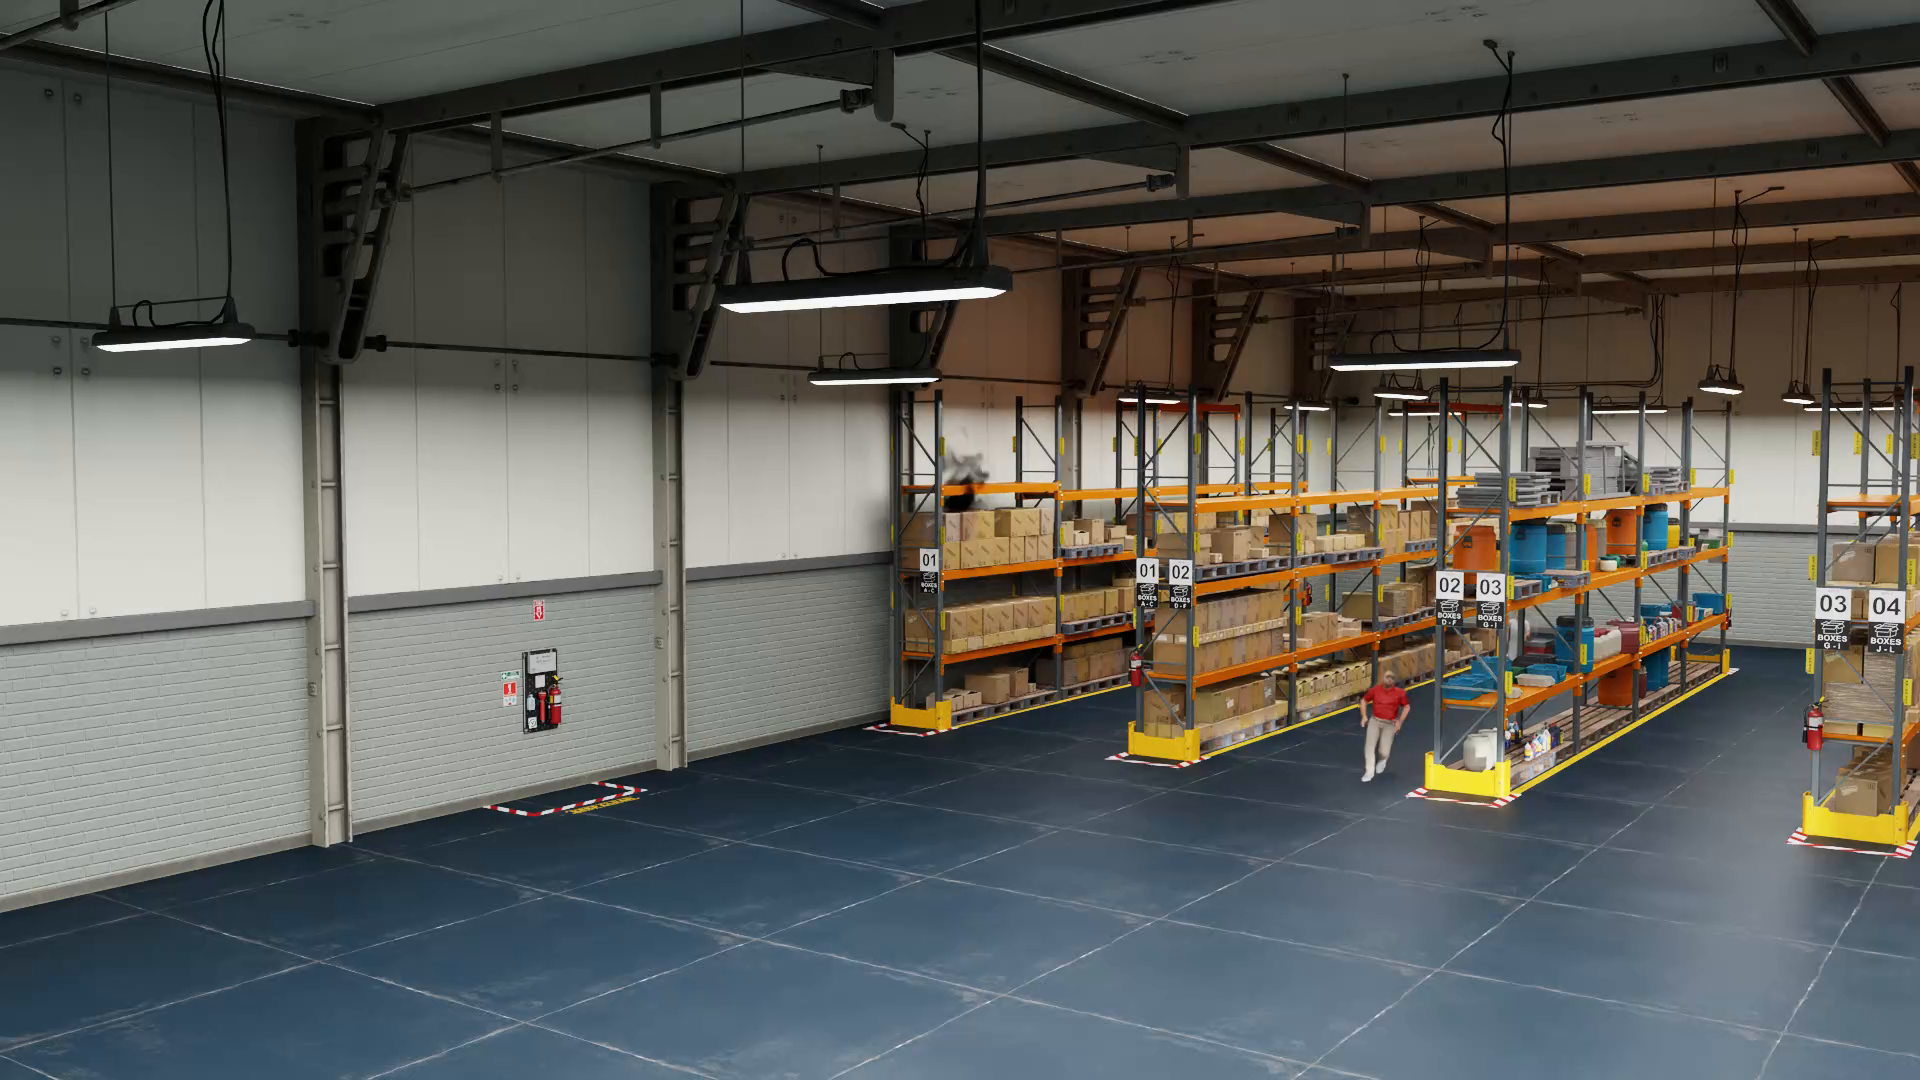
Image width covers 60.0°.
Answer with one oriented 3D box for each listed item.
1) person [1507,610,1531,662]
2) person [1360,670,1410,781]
[{"bbox_3d":[11.631,2.210,34.733,0.541,1.636,0.640,1,3,23],"label":"person"},{"bbox_3d":[6.353,2.780,24.918,0.714,1.673,0.521,1,3,23],"label":"person"}]
